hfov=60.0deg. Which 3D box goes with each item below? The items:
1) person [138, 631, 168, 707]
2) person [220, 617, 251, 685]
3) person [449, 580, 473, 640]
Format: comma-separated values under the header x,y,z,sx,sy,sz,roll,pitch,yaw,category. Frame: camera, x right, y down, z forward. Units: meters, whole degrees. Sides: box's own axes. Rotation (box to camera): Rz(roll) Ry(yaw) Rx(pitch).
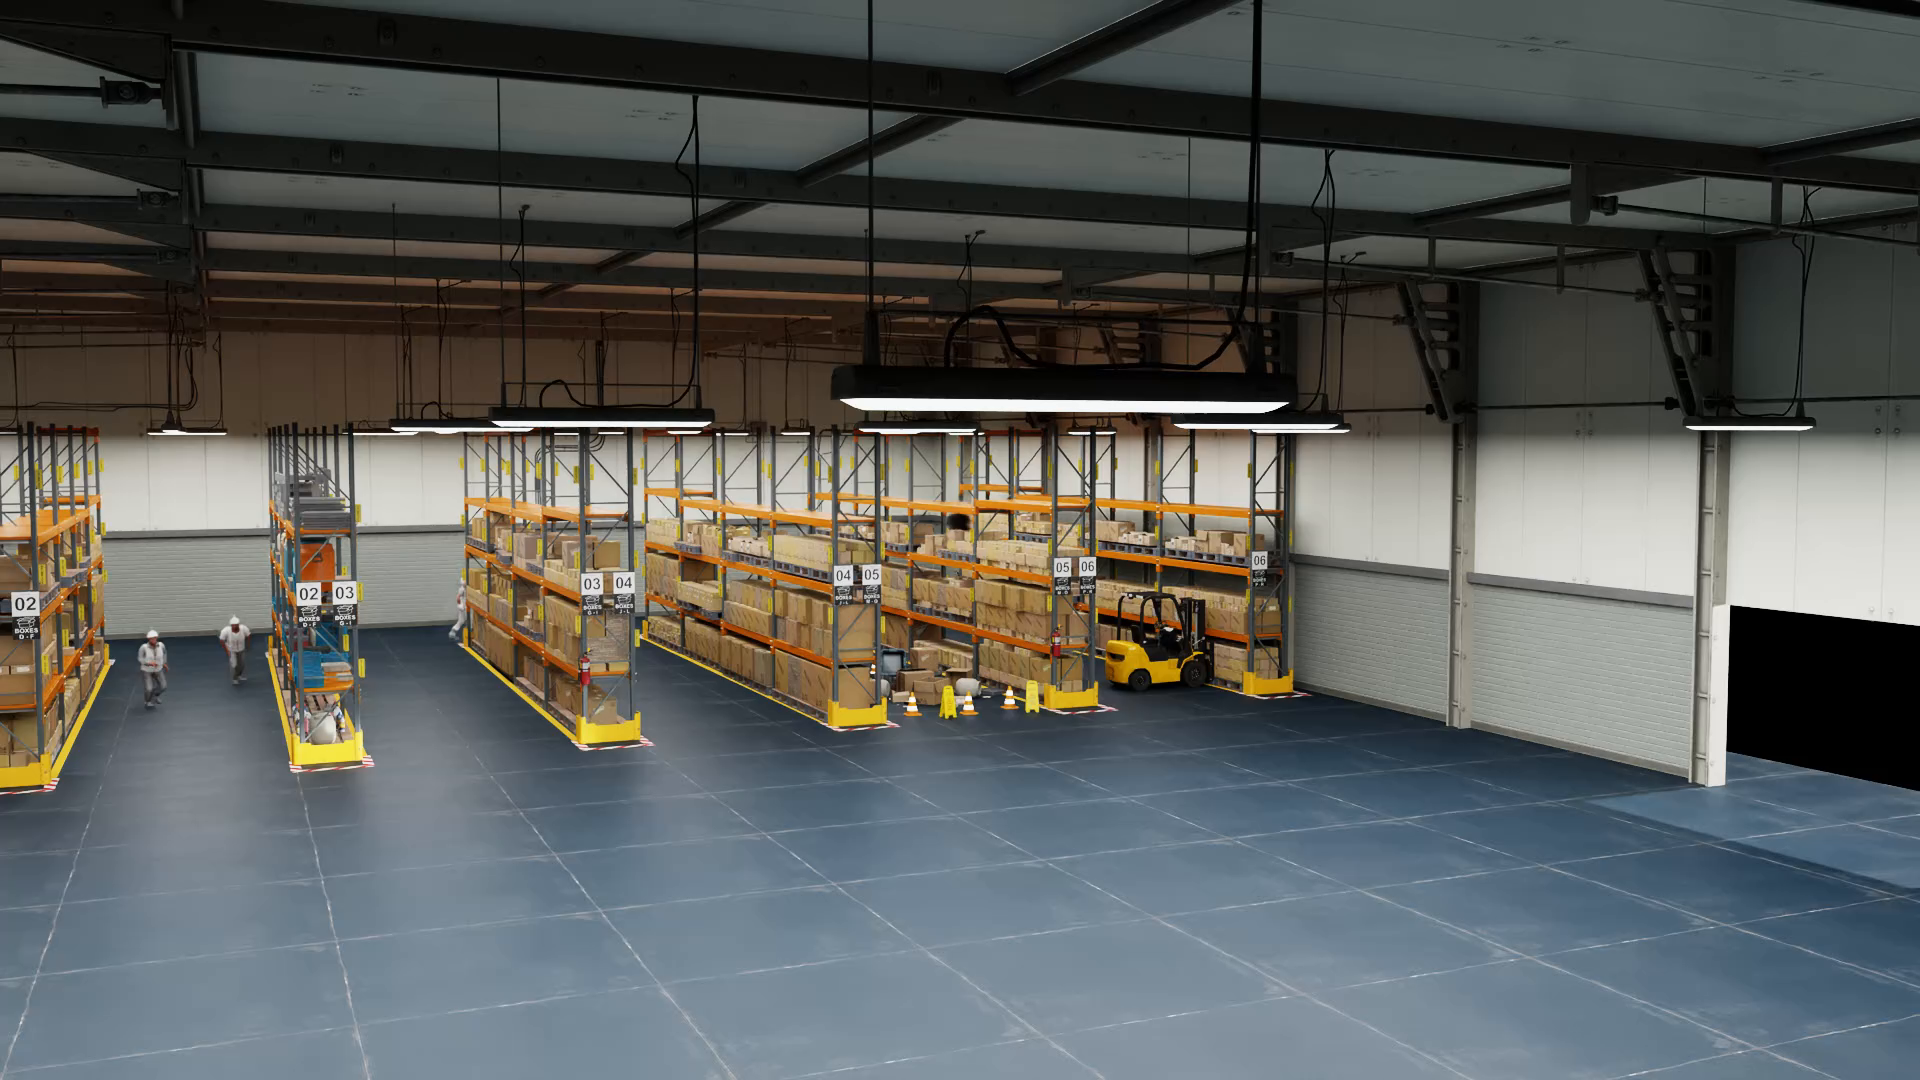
x,y,z,sx,sy,sz,roll,pitch,yaw,category
-17.111,2.739,35.247,0.731,1.671,0.649,3,5,44,person
-16.816,2.560,38.602,0.714,1.619,0.919,-3,5,-44,person
-14.011,1.981,46.867,0.831,1.831,0.655,-2,4,-30,person
